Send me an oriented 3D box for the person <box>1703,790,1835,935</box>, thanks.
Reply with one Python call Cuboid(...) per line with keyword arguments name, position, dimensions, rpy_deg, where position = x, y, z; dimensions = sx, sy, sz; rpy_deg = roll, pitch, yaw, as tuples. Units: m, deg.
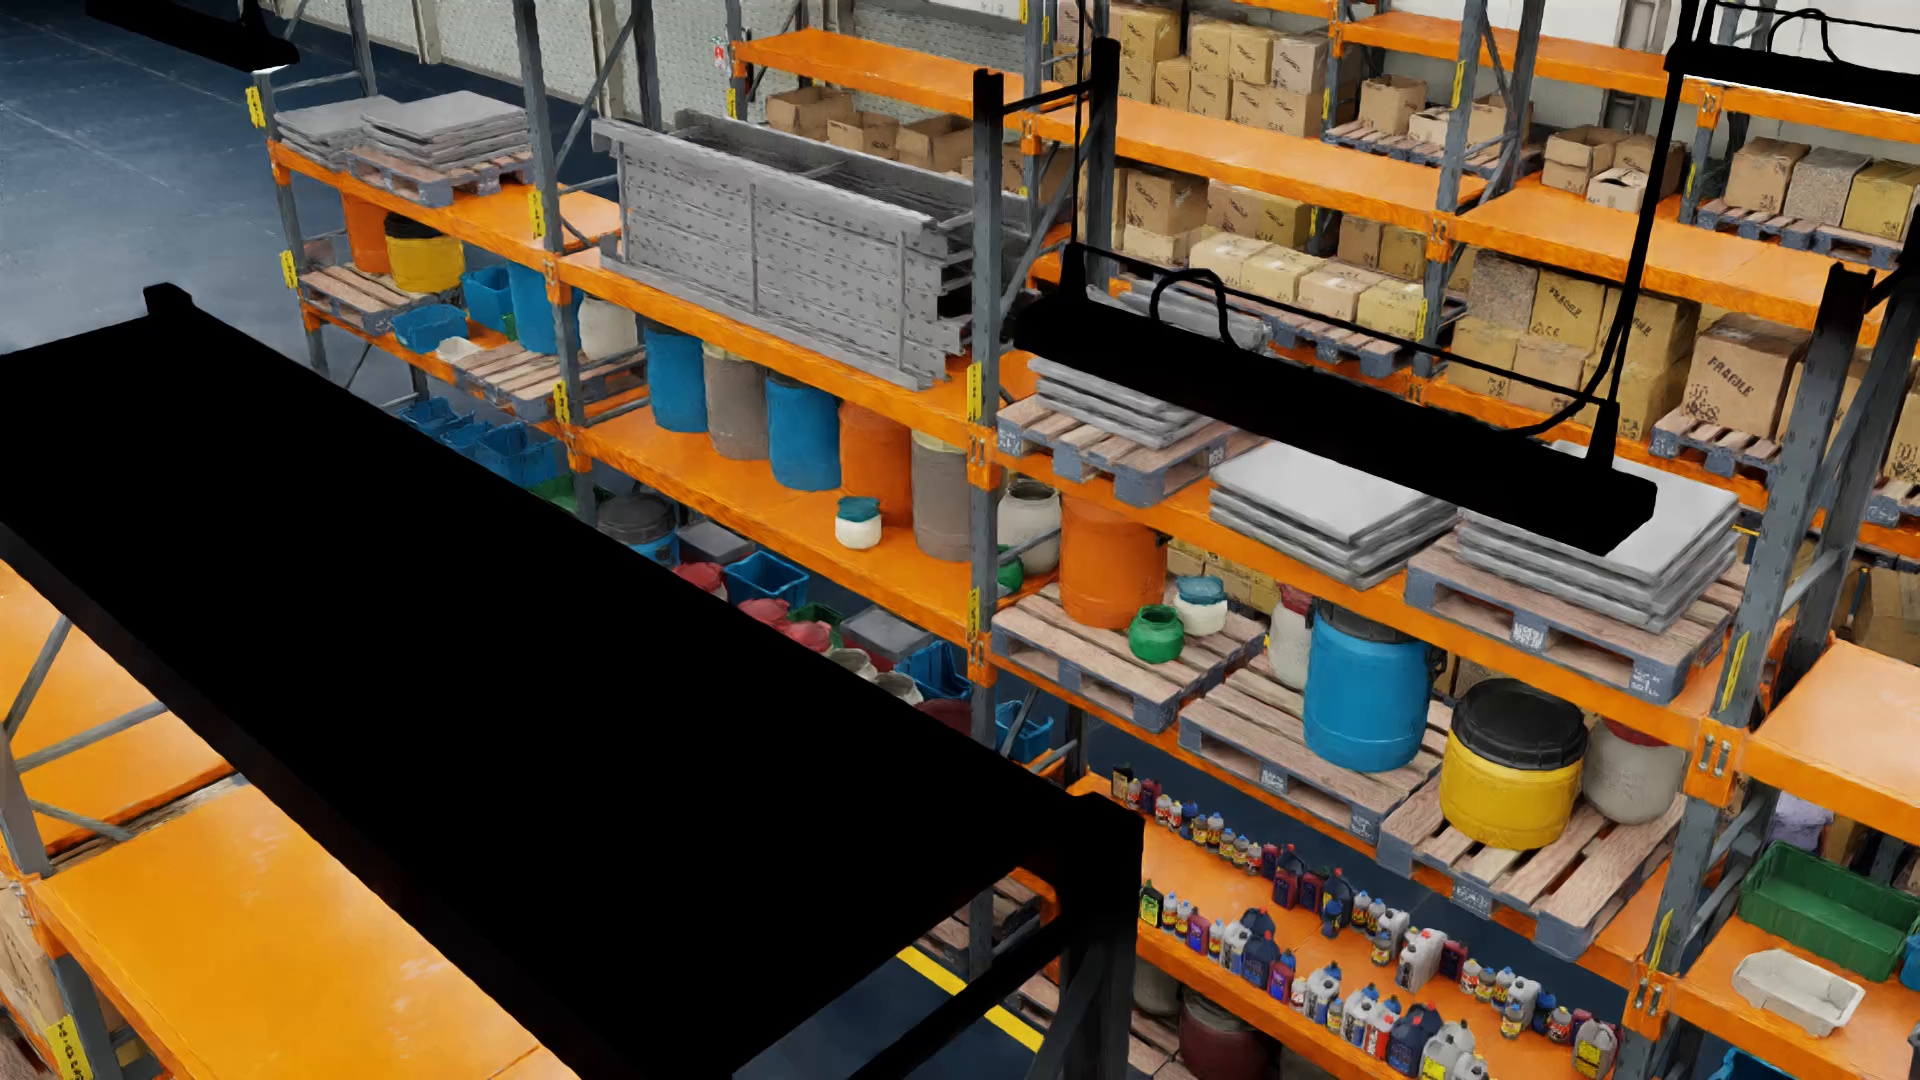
Cuboid(name="person", position=(5.348, 2.054, 10.890), dimensions=(0.567, 1.660, 0.357), rpy_deg=(14, 32, 24))
